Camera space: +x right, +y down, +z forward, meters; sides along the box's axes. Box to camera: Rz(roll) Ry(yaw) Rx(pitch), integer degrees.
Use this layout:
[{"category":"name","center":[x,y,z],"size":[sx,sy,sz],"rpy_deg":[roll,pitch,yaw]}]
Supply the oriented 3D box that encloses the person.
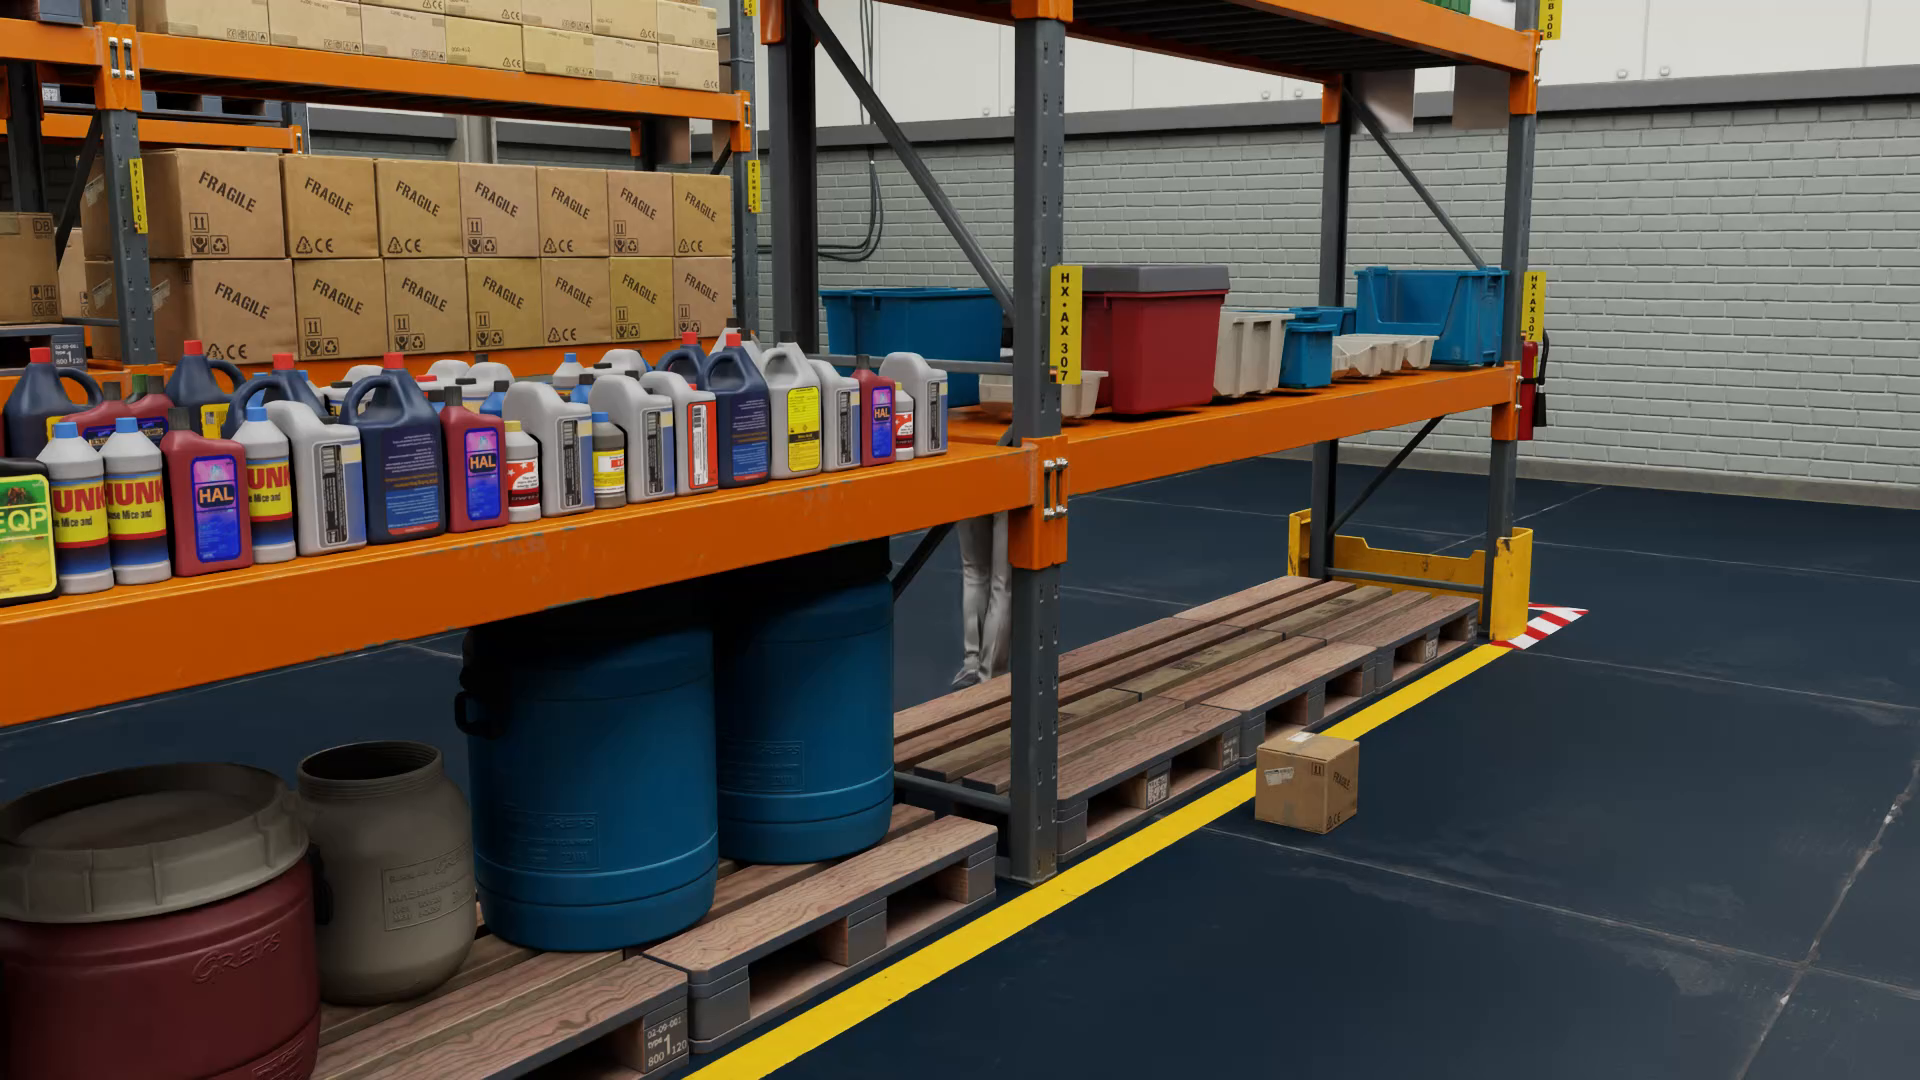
[{"category":"person","center":[0.165,-0.157,6.723],"size":[0.512,1.692,0.514],"rpy_deg":[2,10,13]}]
